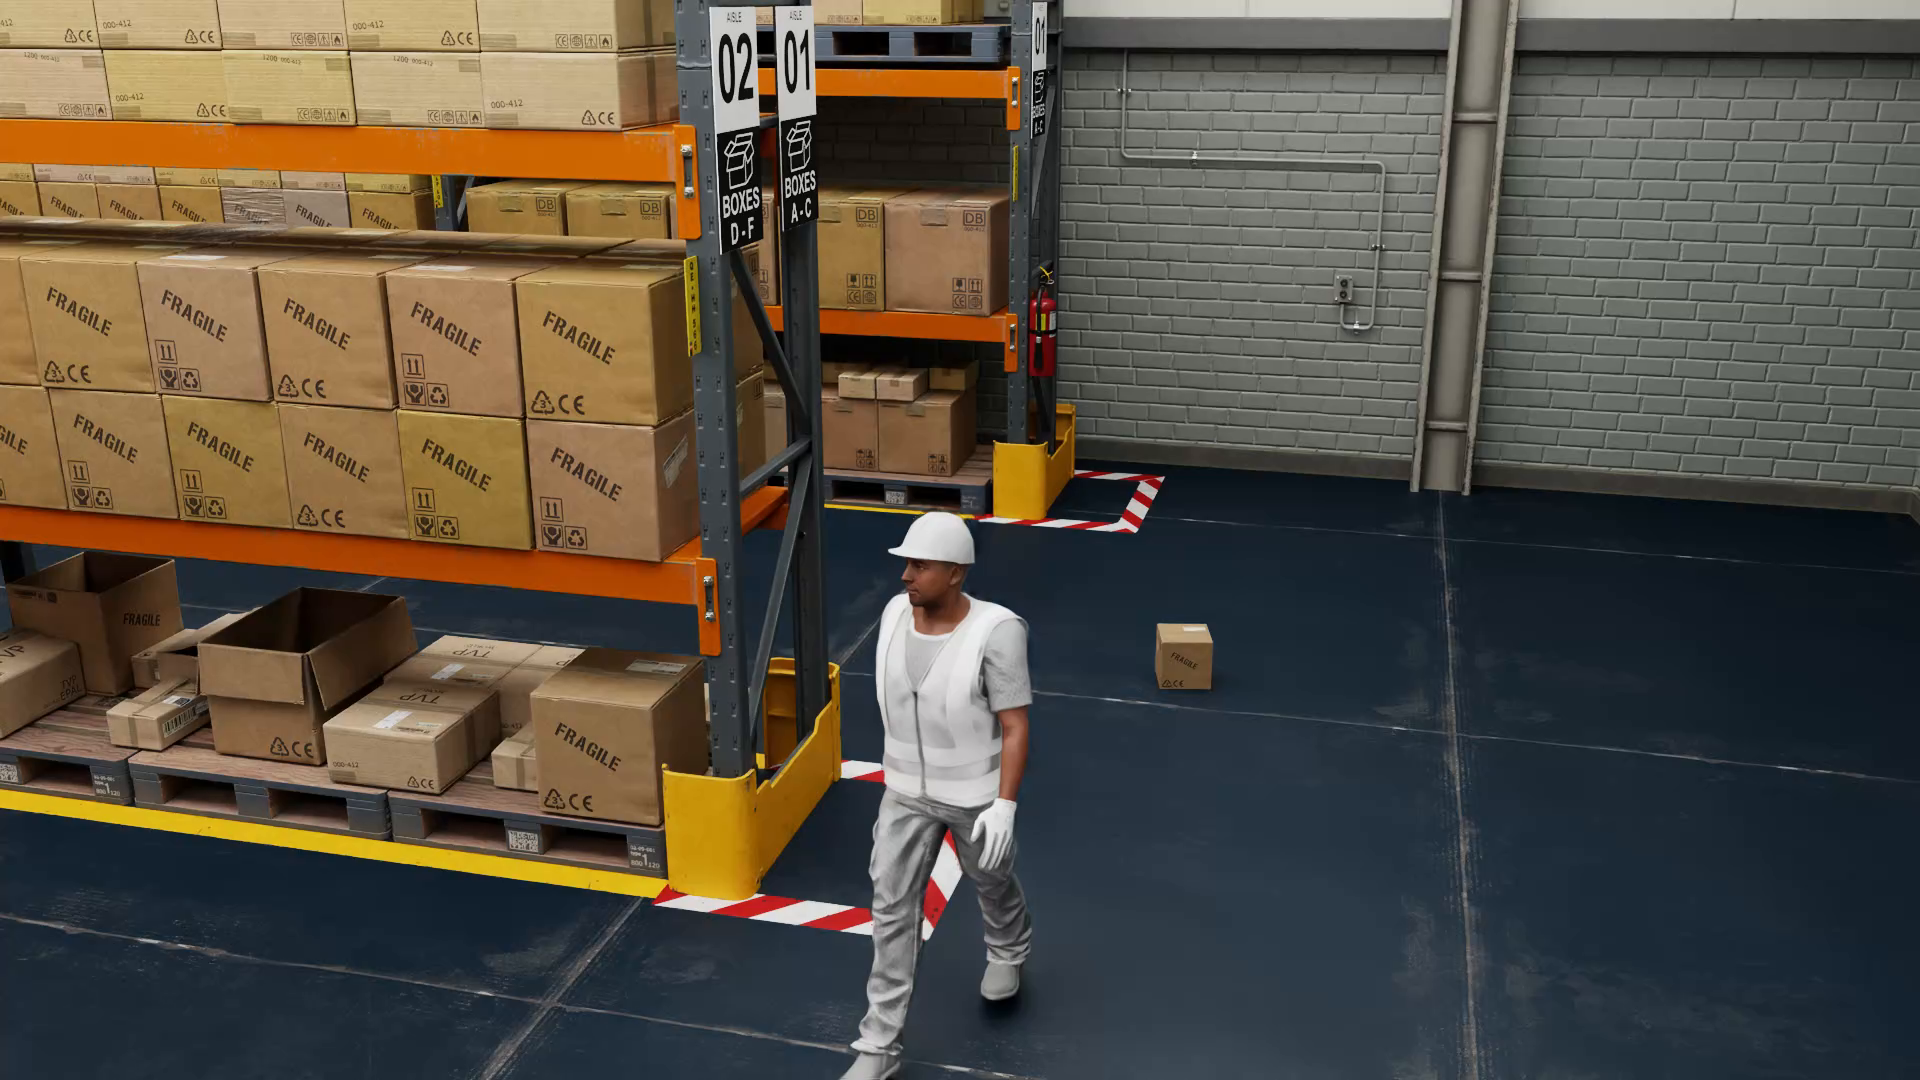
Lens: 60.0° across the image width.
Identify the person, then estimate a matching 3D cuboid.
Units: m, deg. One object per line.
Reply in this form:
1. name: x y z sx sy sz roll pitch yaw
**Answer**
1. person: -0.063 0.782 5.099 0.611 1.732 1.008 9 20 26
